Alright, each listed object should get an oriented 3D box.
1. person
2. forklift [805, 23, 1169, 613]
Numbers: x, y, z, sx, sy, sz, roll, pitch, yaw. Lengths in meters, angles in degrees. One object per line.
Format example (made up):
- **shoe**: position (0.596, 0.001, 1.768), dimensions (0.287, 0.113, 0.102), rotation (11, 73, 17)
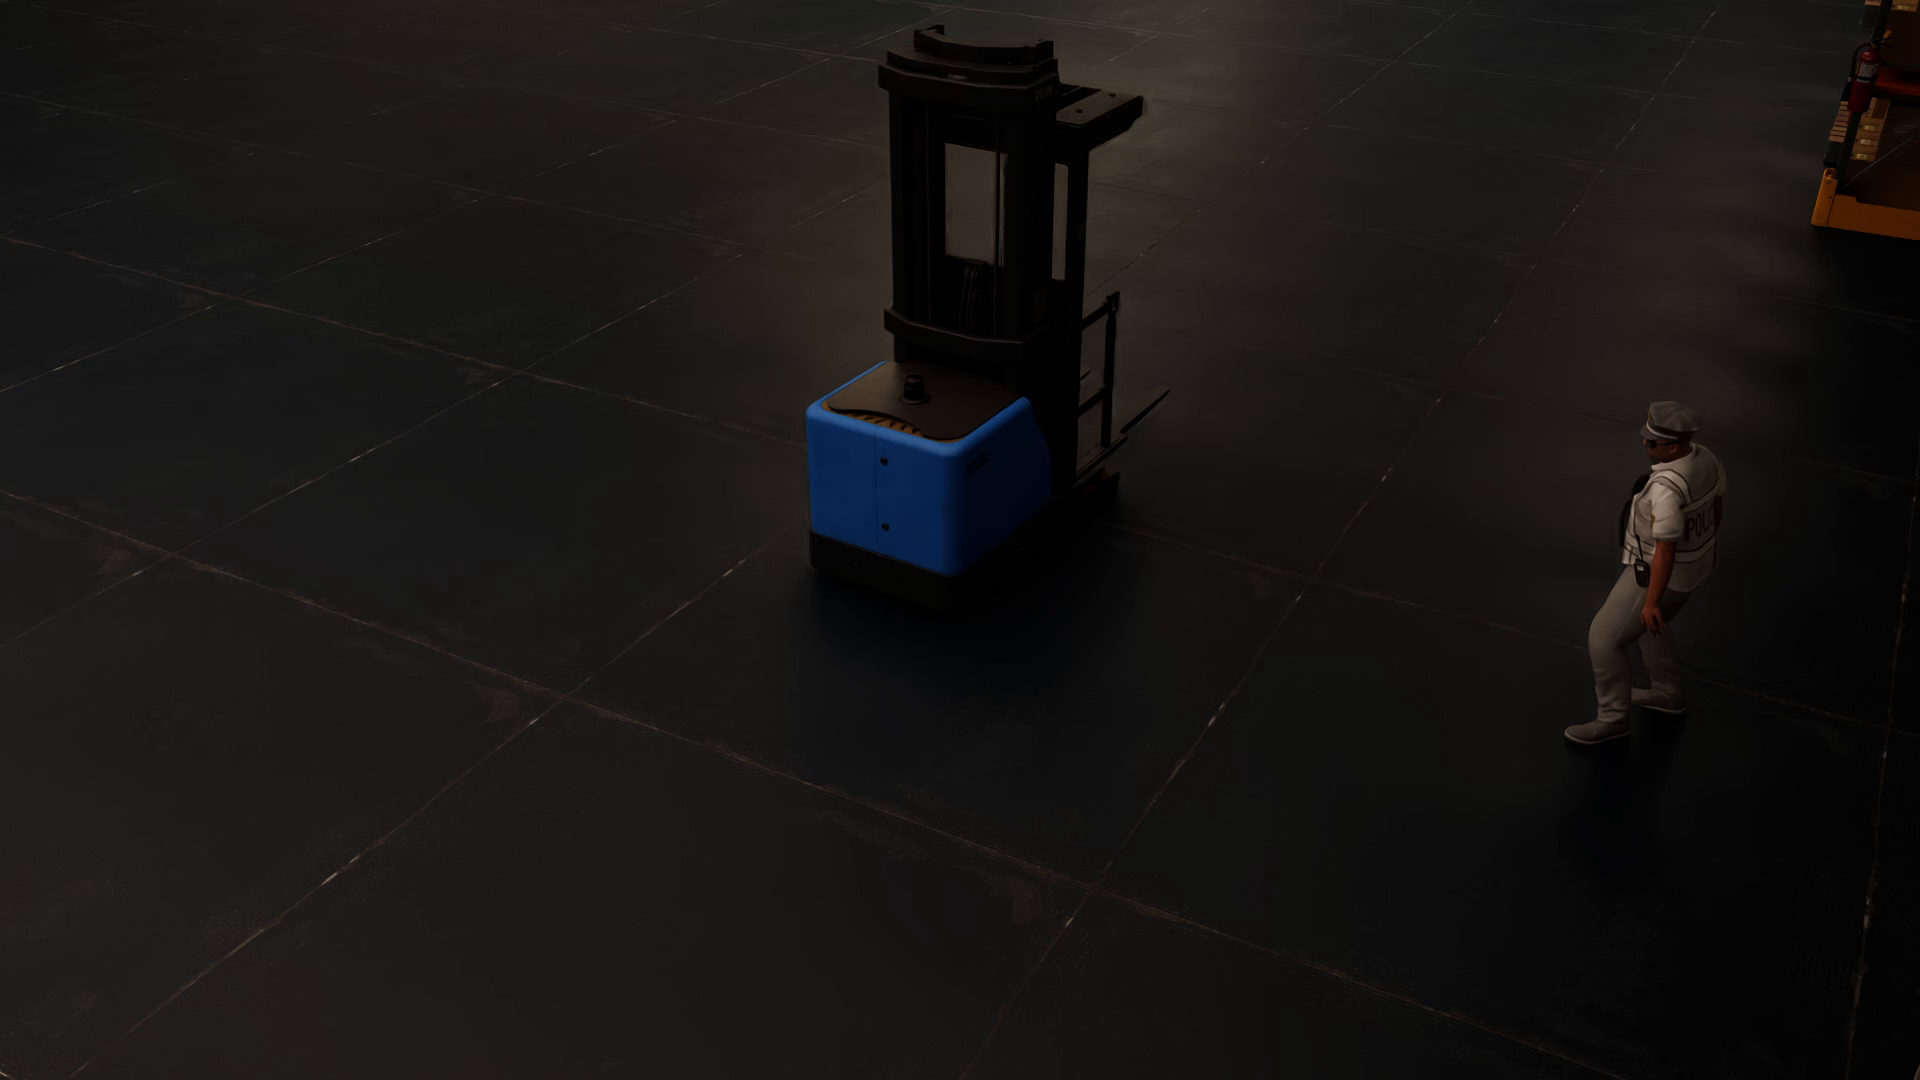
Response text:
- **person**: position (3.401, 0.153, 8.057), dimensions (0.437, 1.721, 0.889), rotation (25, 39, 37)
- **forklift**: position (0.341, -1.563, 9.778), dimensions (1.130, 2.935, 3.031), rotation (17, 34, 27)
